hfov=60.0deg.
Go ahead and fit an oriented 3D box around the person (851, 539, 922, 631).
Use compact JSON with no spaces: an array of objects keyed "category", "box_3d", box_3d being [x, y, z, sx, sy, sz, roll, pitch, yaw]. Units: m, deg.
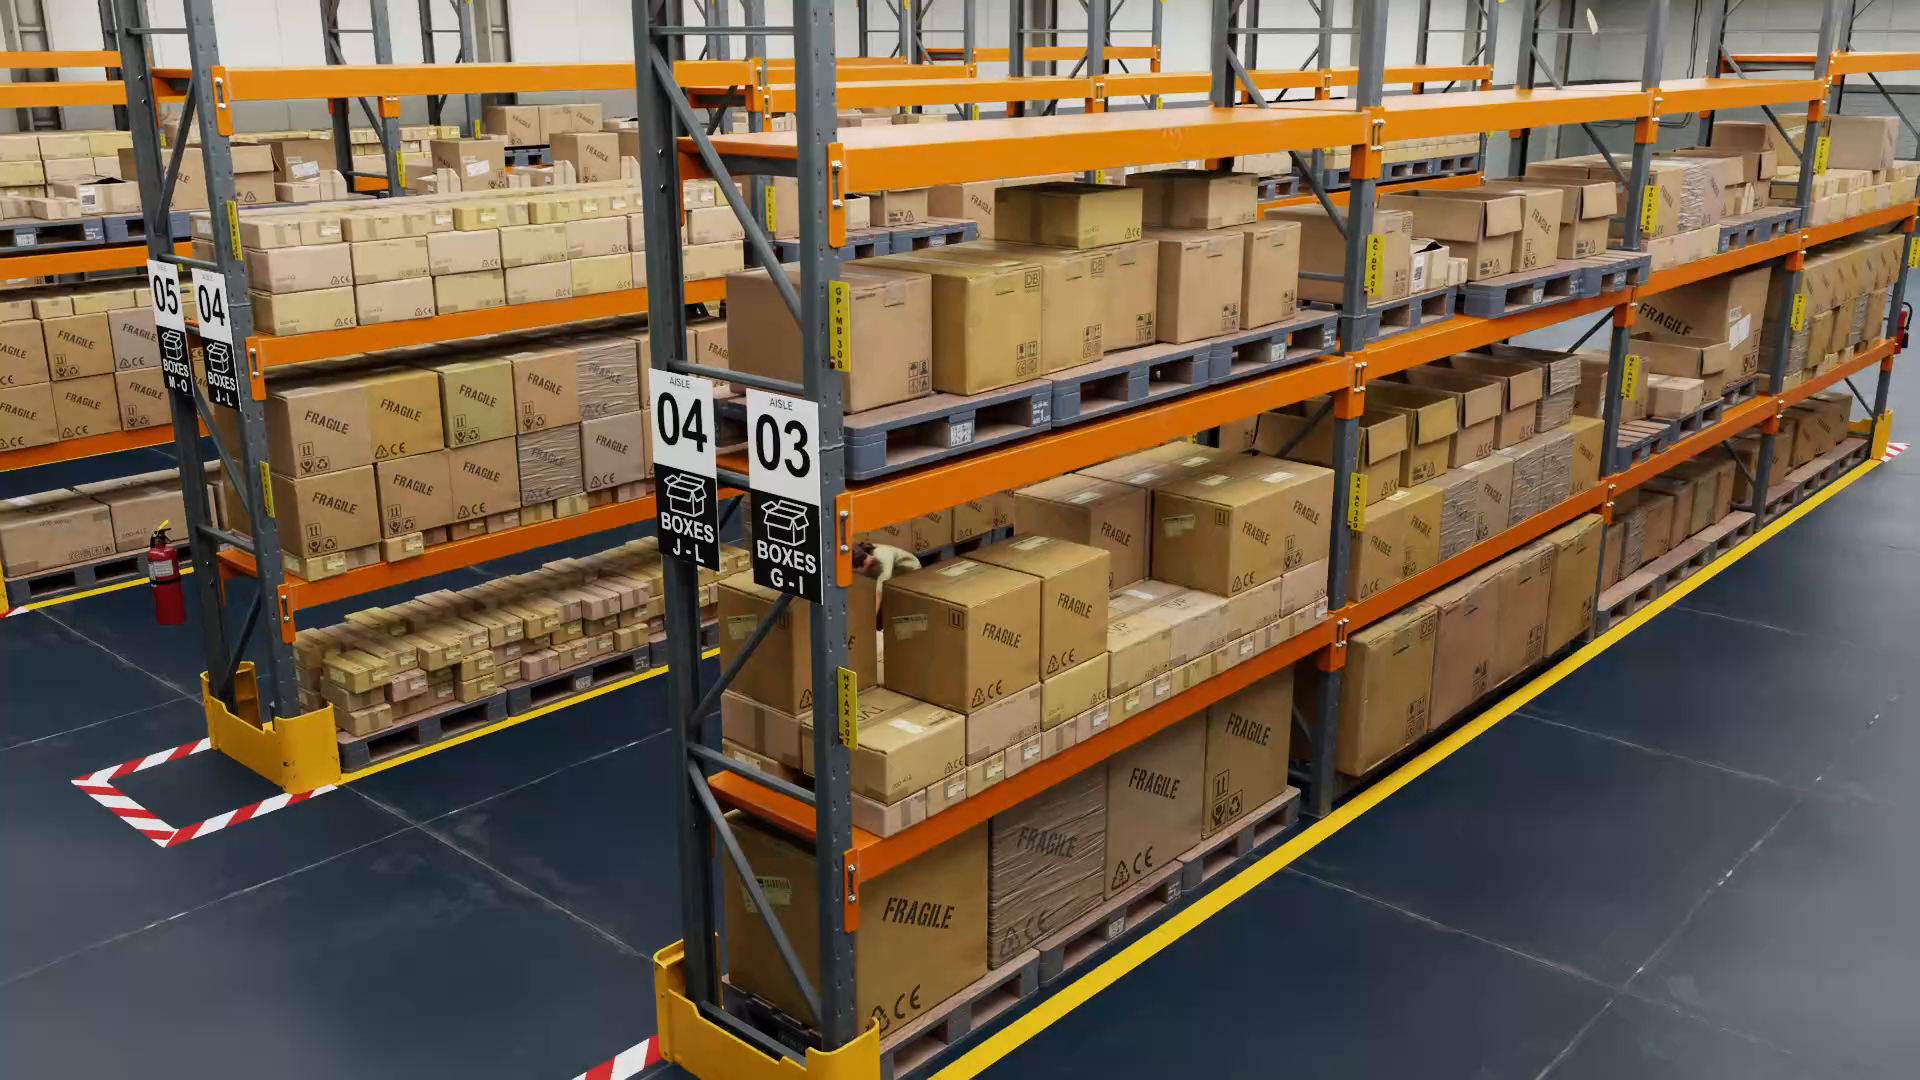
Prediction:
[{"category":"person","box_3d":[-0.612,0.404,12.512,0.458,0.928,0.823,14,22,38]}]
